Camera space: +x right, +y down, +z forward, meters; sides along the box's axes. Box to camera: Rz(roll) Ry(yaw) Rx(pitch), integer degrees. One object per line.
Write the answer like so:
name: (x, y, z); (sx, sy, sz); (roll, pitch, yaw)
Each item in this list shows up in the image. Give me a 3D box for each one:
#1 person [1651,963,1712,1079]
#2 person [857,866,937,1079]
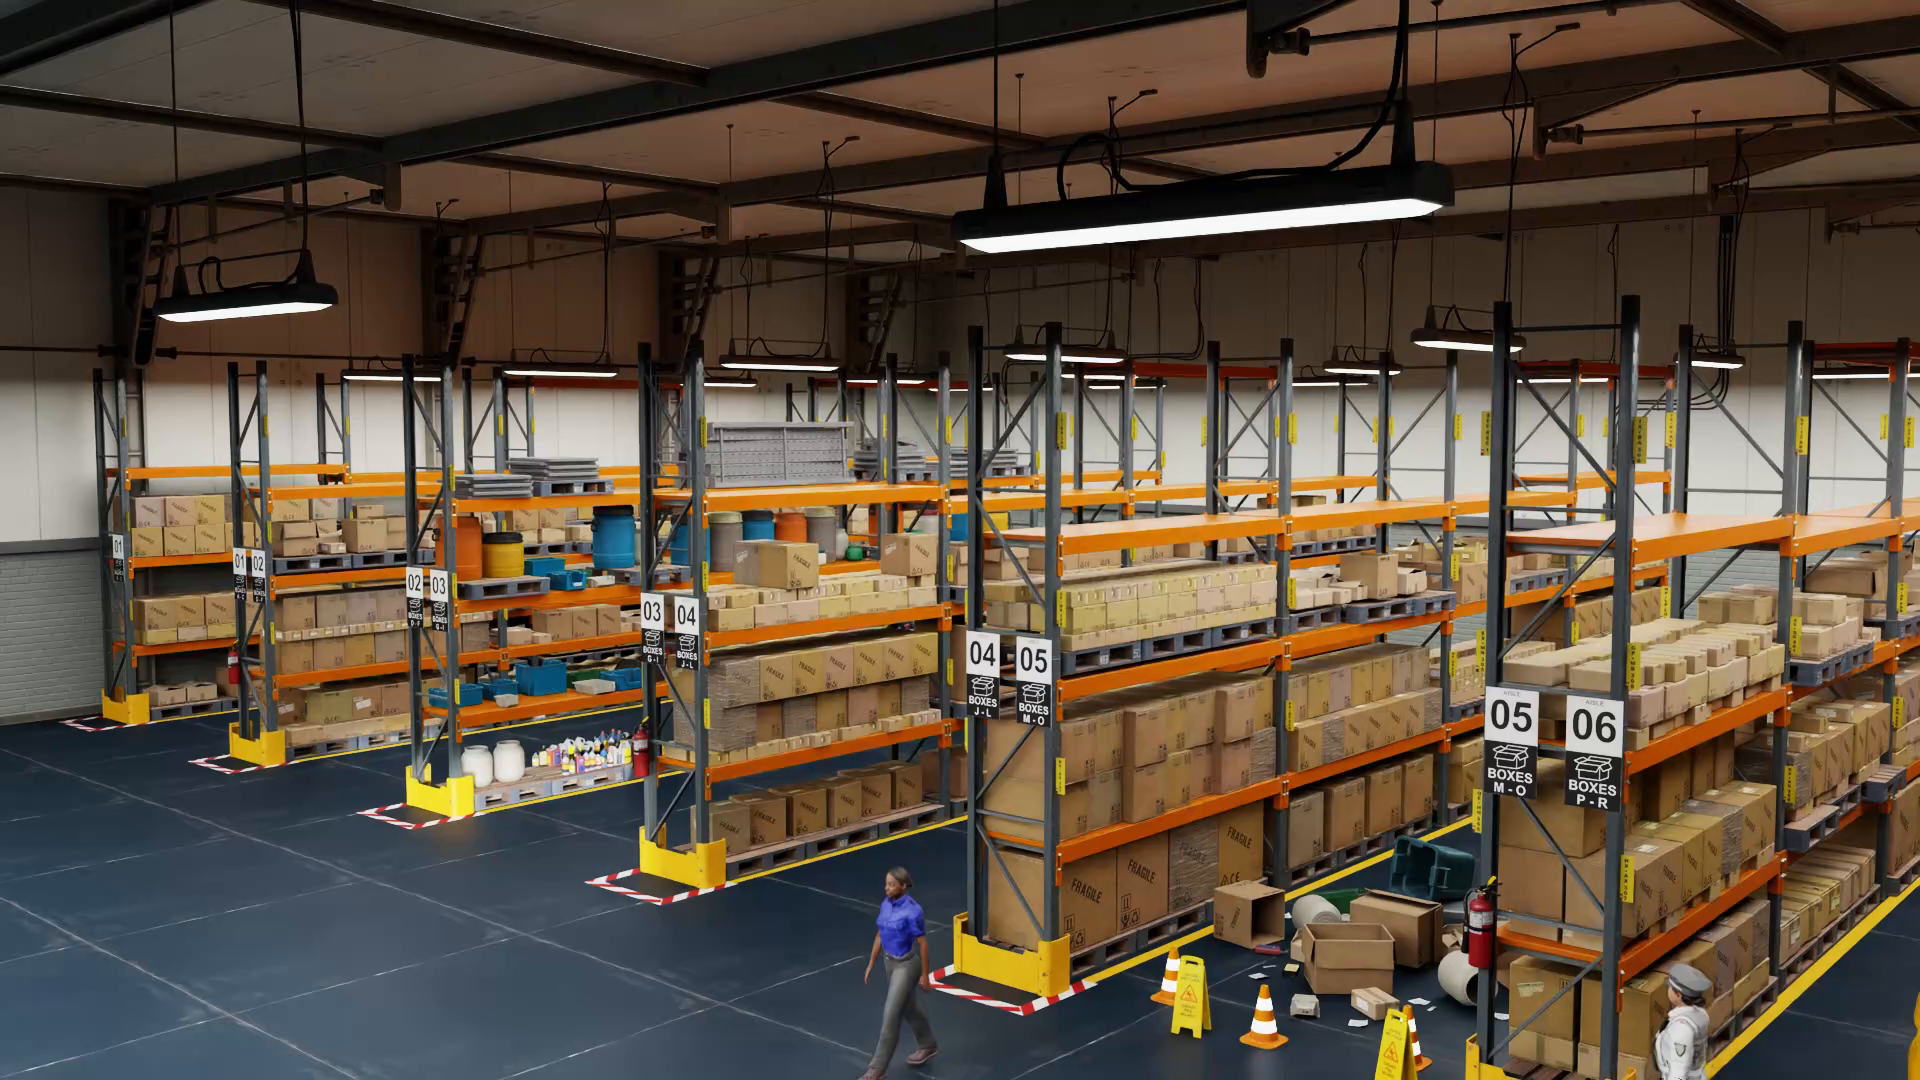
person: (4.655, 3.536, 10.562); (0.559, 1.672, 0.467); (2, 5, 26)
person: (-0.532, 3.370, 13.055); (0.888, 1.619, 0.472); (-3, 5, -34)
